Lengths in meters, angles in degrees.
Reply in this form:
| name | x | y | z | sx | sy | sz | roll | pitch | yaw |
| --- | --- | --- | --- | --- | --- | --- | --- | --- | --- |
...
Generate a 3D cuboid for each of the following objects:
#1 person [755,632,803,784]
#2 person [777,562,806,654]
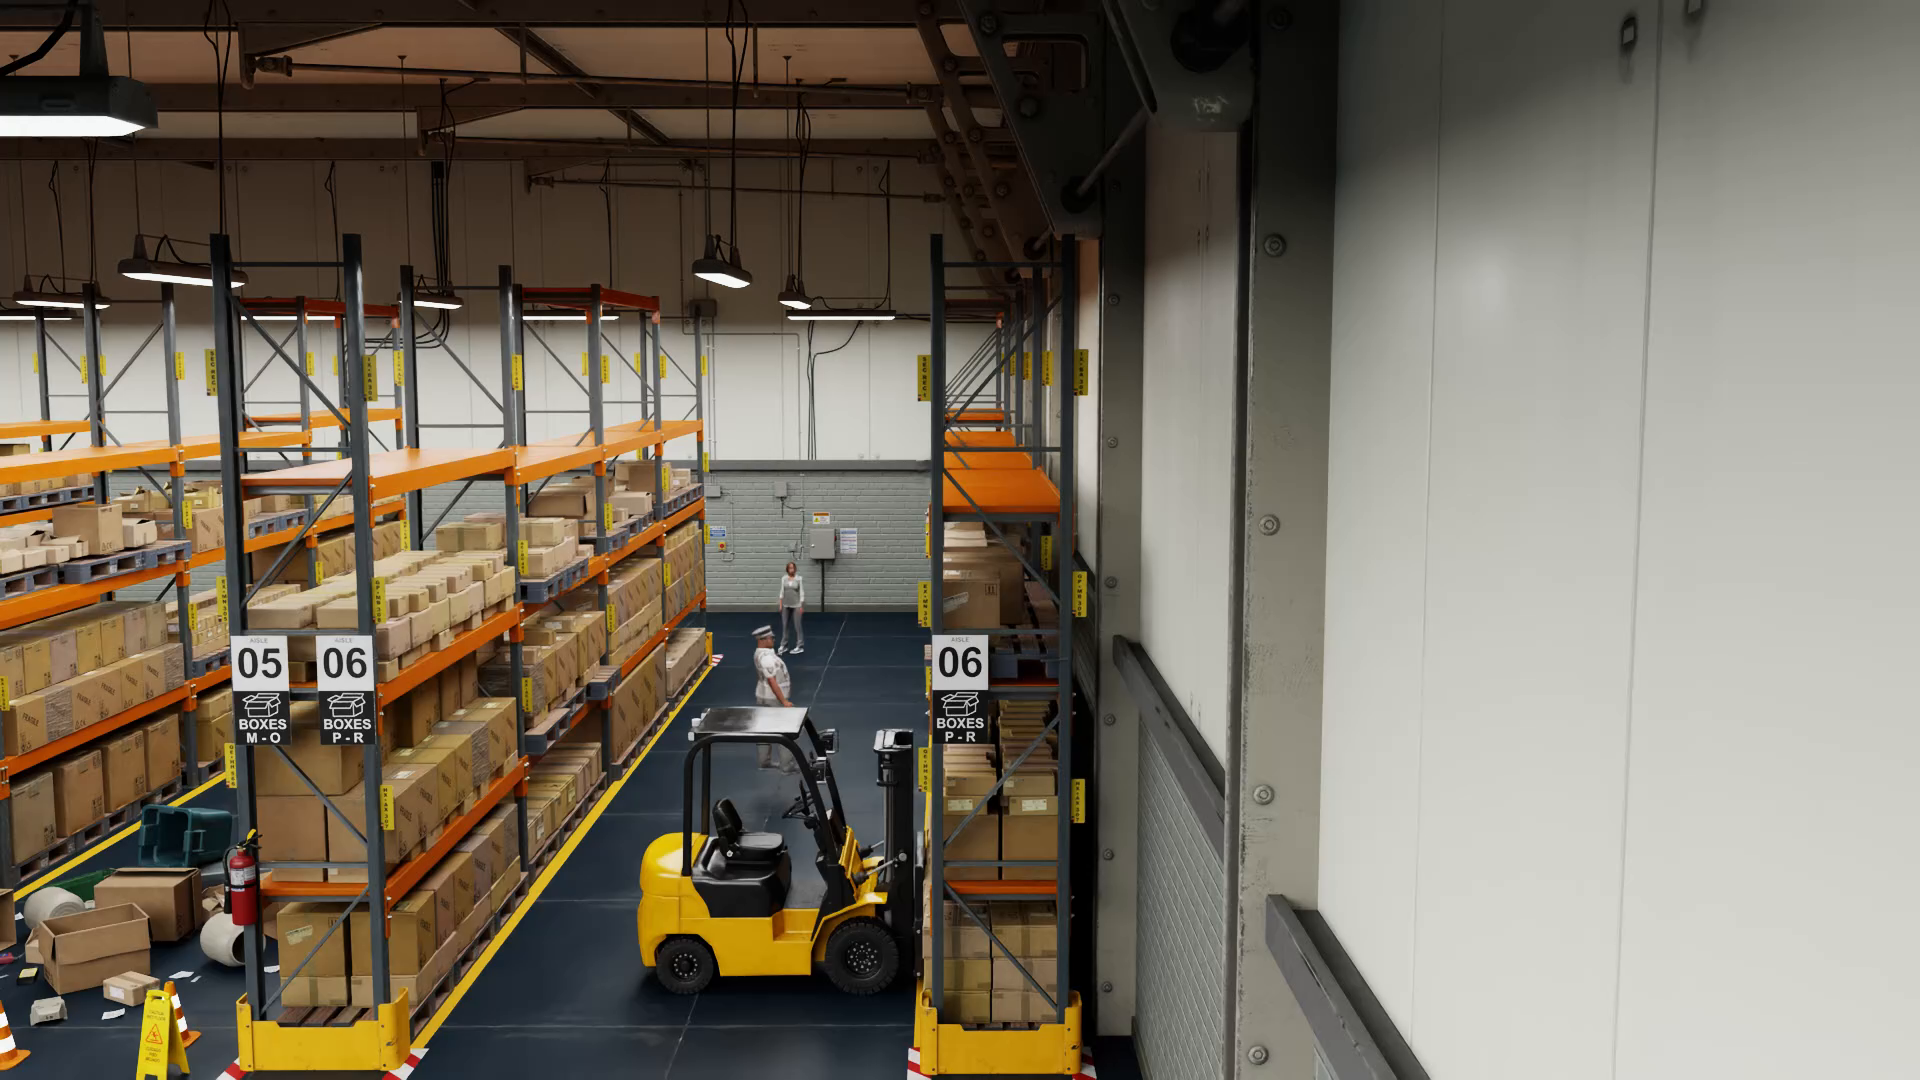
| name | x | y | z | sx | sy | sz | roll | pitch | yaw |
| --- | --- | --- | --- | --- | --- | --- | --- | --- | --- |
| person | -2.151 | 1.980 | 19.595 | 0.488 | 1.787 | 0.745 | -5 | 8 | -37 |
| person | -2.963 | 1.184 | 28.968 | 0.472 | 1.608 | 0.368 | 4 | 7 | 32 |
